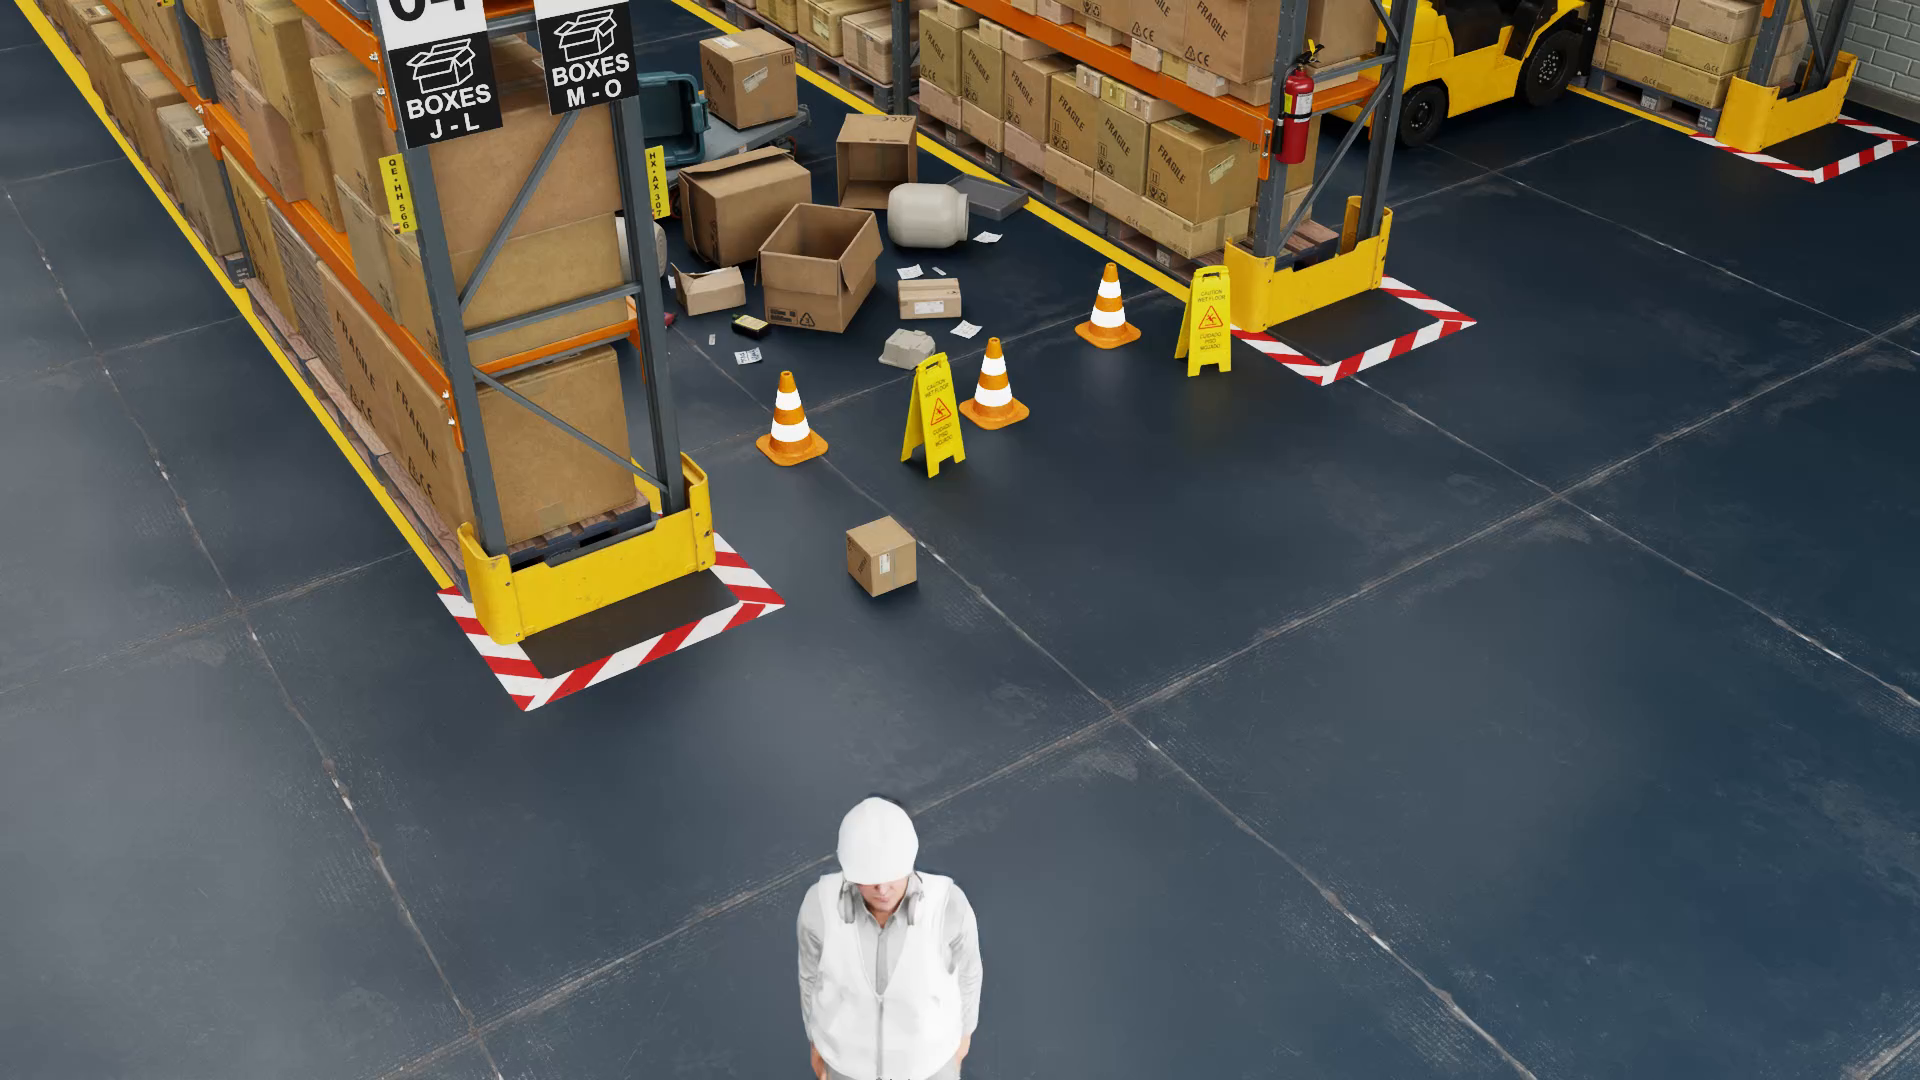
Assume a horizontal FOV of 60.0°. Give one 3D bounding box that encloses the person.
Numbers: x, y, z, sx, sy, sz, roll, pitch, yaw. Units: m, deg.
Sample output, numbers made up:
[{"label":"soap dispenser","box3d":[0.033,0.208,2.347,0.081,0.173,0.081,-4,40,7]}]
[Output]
[{"label":"person","box3d":[-0.204,1.459,4.943,0.534,1.763,0.493,3,36,3]}]
